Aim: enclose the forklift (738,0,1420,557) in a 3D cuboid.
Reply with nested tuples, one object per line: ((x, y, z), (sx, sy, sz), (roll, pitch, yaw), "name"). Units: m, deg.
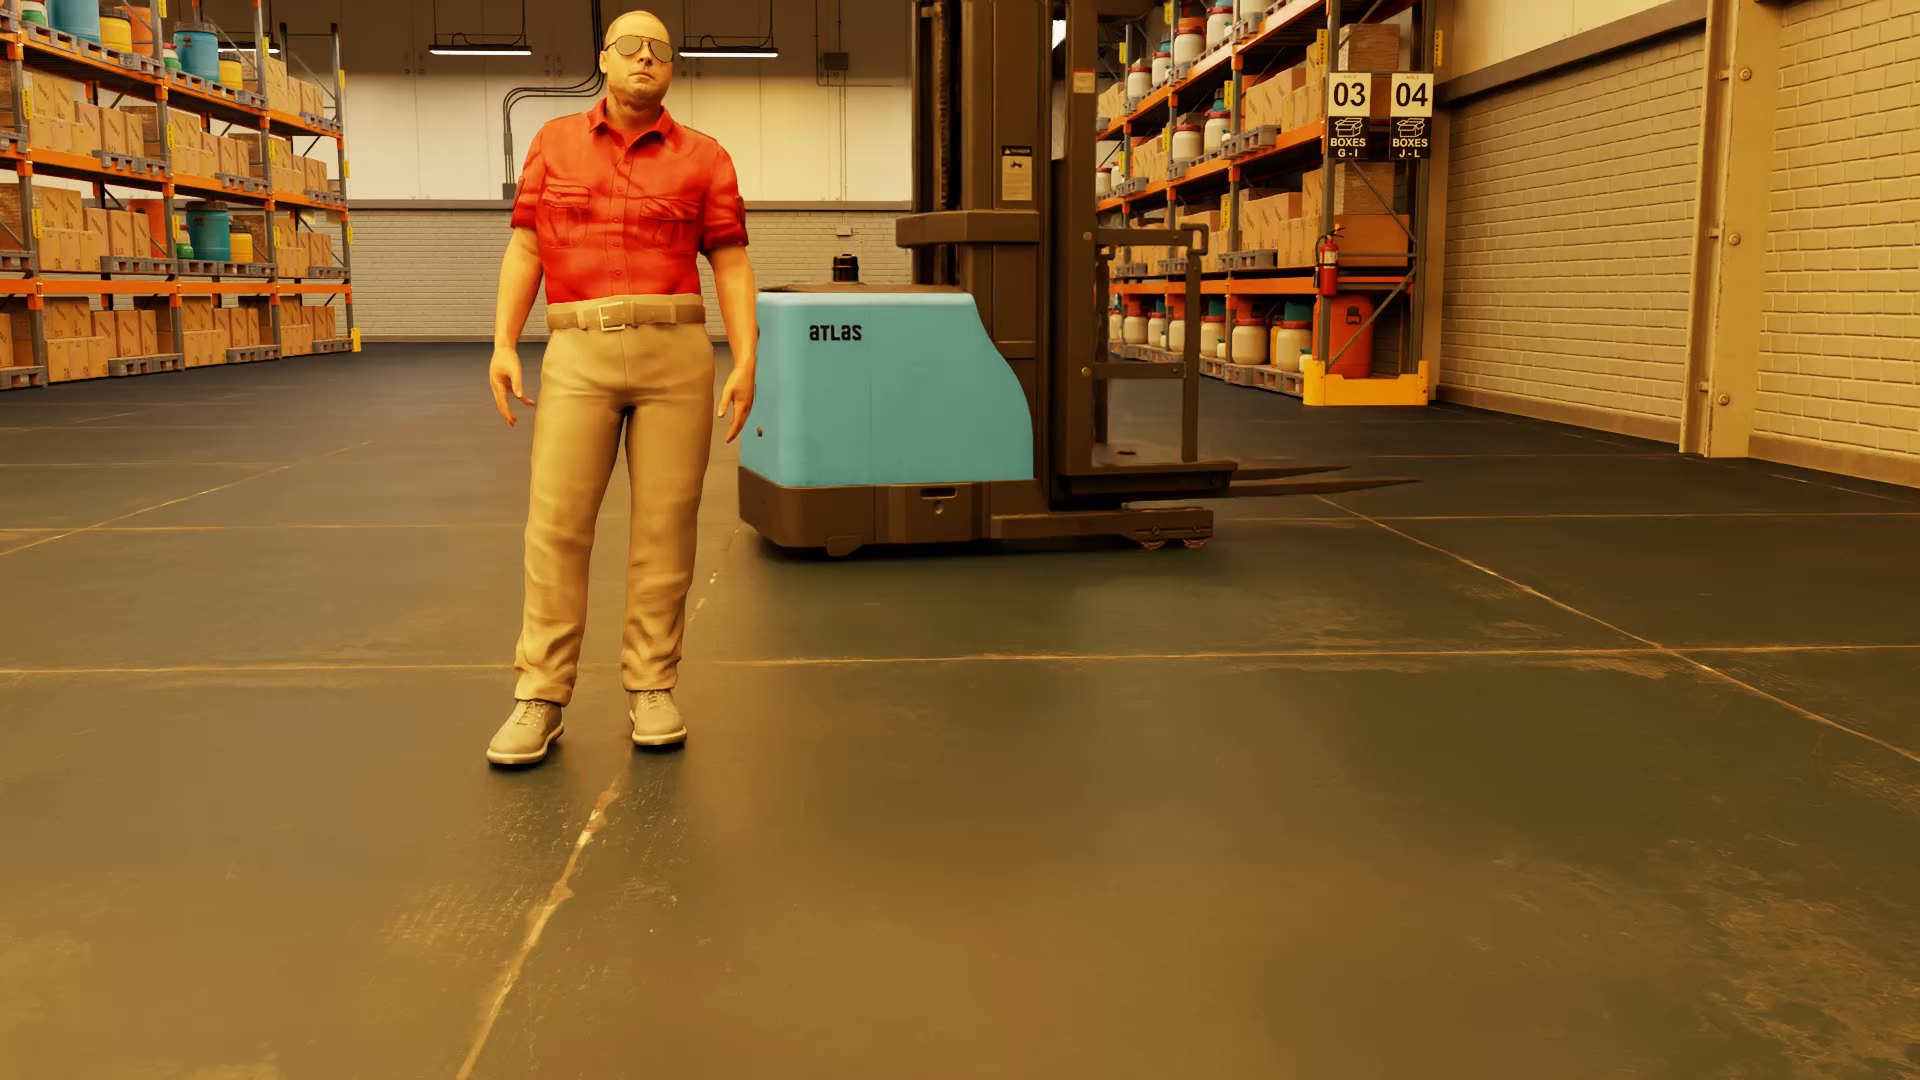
((0.577, -1.485, 7.333), (3.031, 2.935, 1.130), (-3, 9, -18), "forklift")

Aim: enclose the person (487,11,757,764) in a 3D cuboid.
((-0.798, -0.380, 3.931), (0.640, 1.727, 0.551), (-1, 9, -8), "person")
